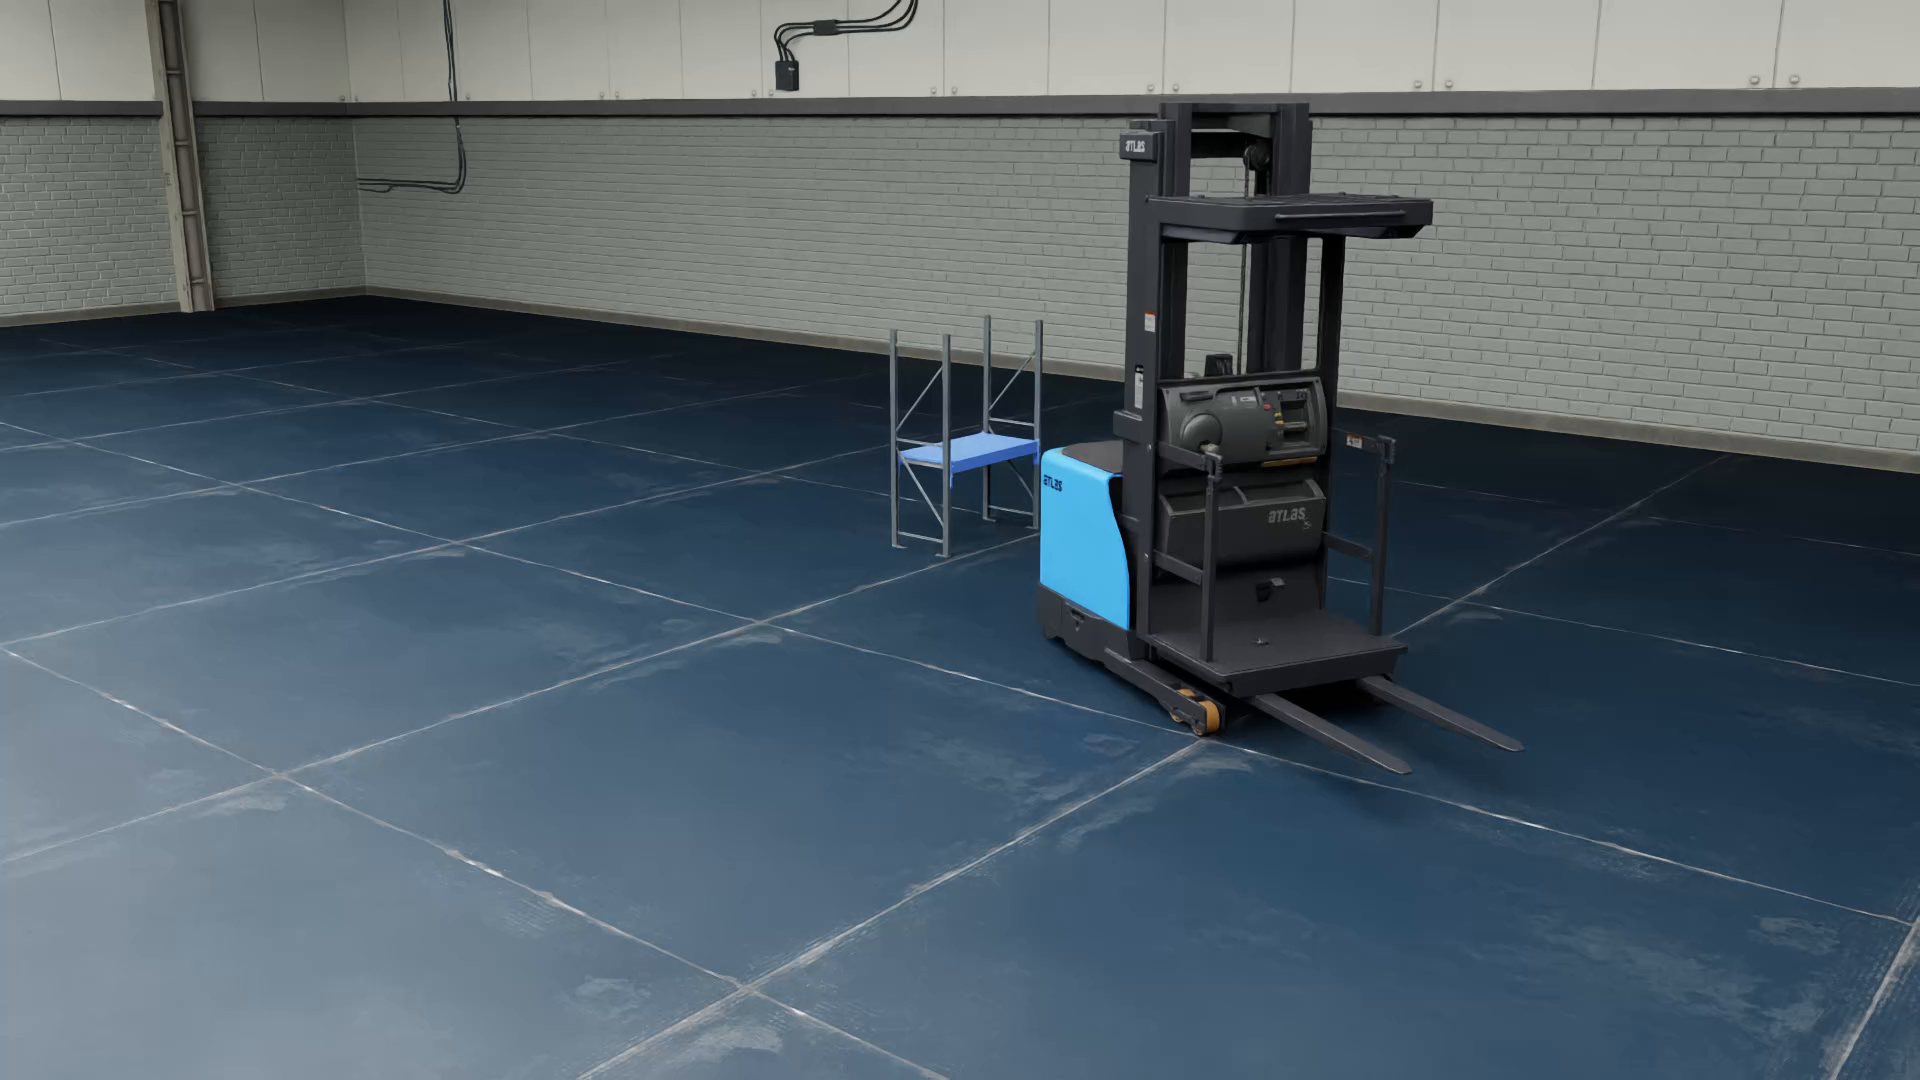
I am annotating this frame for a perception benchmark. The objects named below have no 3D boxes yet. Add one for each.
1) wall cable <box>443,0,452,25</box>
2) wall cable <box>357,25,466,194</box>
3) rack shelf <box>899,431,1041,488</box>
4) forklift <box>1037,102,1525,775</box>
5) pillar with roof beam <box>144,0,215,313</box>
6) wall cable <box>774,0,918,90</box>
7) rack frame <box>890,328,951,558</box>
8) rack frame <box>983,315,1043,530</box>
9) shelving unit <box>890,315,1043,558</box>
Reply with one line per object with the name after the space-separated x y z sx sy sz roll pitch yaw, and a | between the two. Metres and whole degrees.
-6.667 -8.748 23.831 3.097 2.526 0.112 11 18 38 | wall cable
-8.771 -6.719 26.101 3.097 2.526 0.112 11 18 38 | wall cable
0.054 -0.569 11.547 0.538 0.185 1.000 11 18 38 | rack shelf
1.508 -0.607 8.061 1.130 2.935 3.031 -6 16 -24 | forklift
-8.303 -7.198 21.680 9.100 9.000 0.400 11 18 38 | pillar with roof beam
-1.397 -8.400 19.505 2.305 6.003 0.169 11 18 38 | wall cable
-0.266 -0.646 11.119 0.500 1.500 0.032 11 18 38 | rack frame
0.373 -0.841 11.886 0.500 1.500 0.032 11 18 38 | rack frame
0.054 -0.743 11.503 0.538 1.500 1.048 11 18 38 | shelving unit
